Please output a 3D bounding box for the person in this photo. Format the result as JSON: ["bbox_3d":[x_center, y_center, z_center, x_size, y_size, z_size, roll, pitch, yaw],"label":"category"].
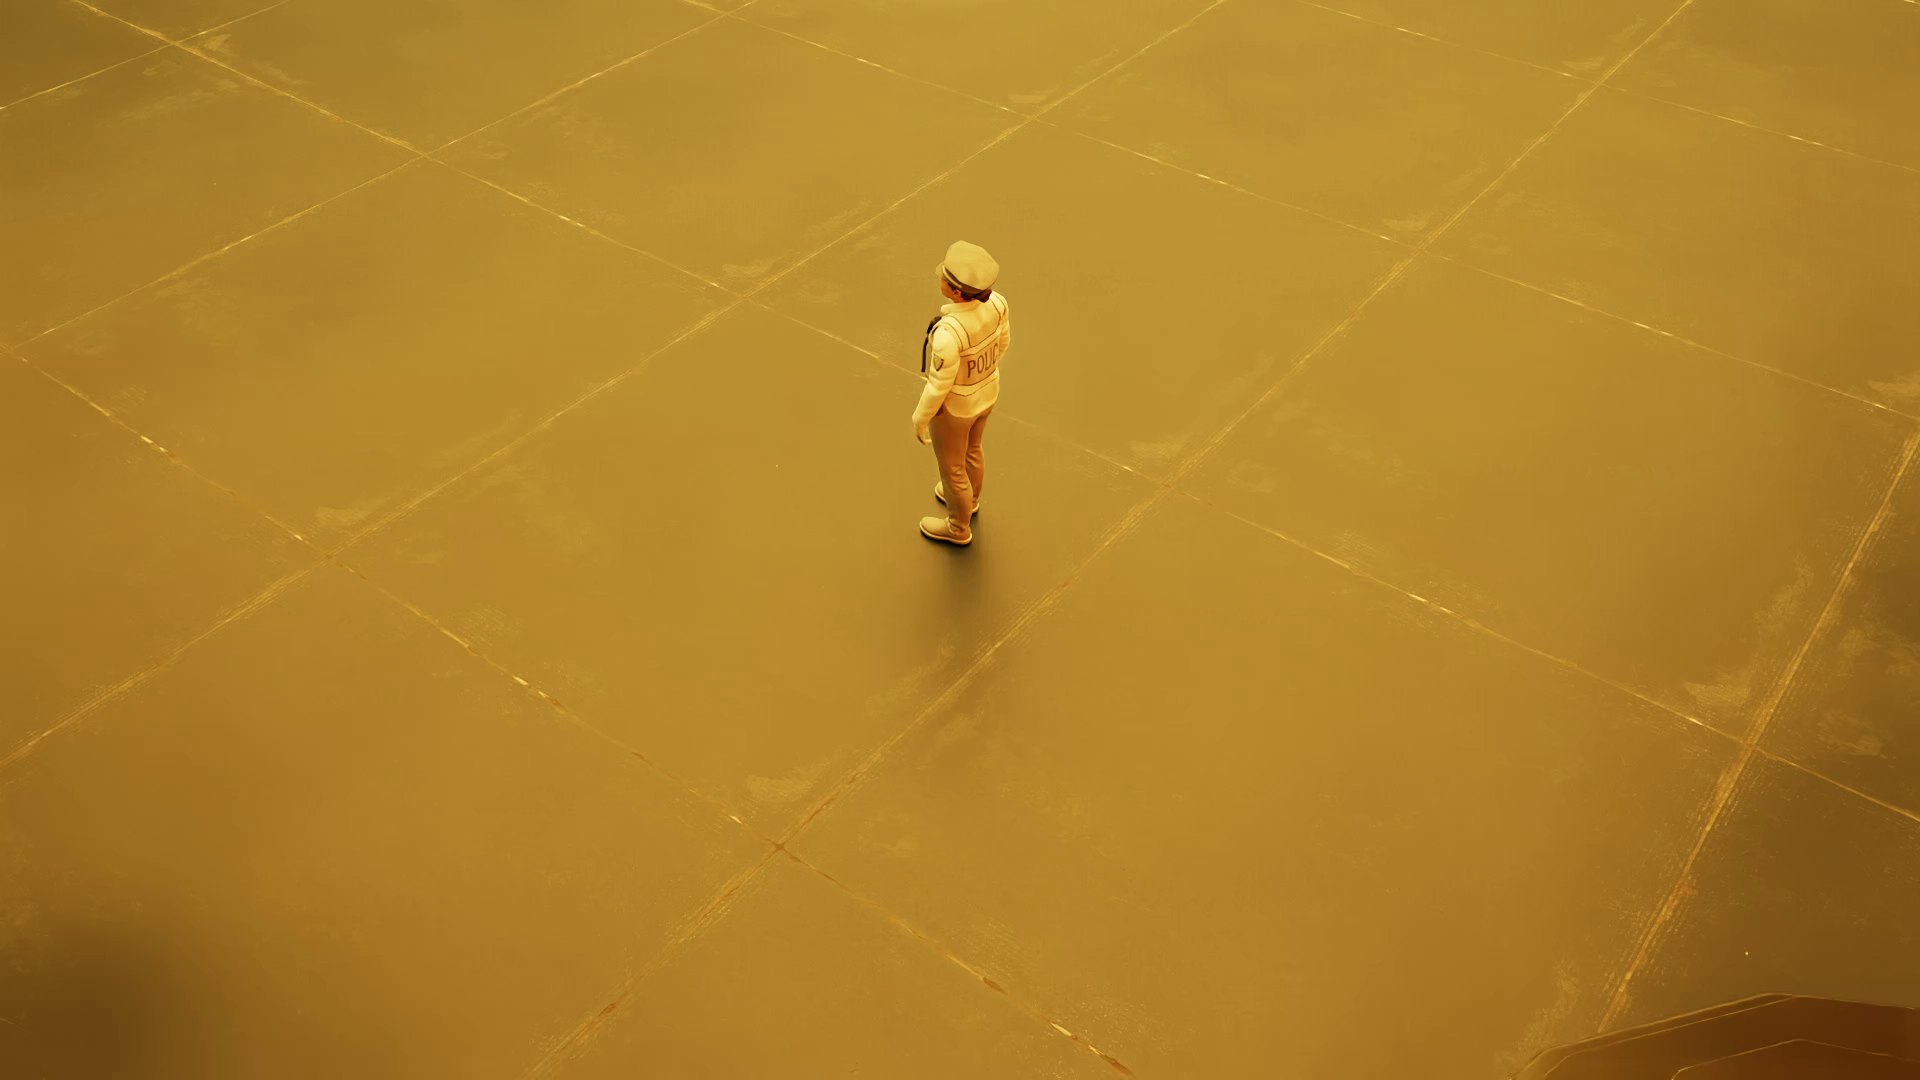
[{"bbox_3d":[-0.051,-0.681,7.814,0.531,1.695,0.587,26,47,28],"label":"person"}]

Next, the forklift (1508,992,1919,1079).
[{"bbox_3d":[1.481,2.394,3.267,1.130,2.935,3.031,-10,41,-11],"label":"forklift"}]
